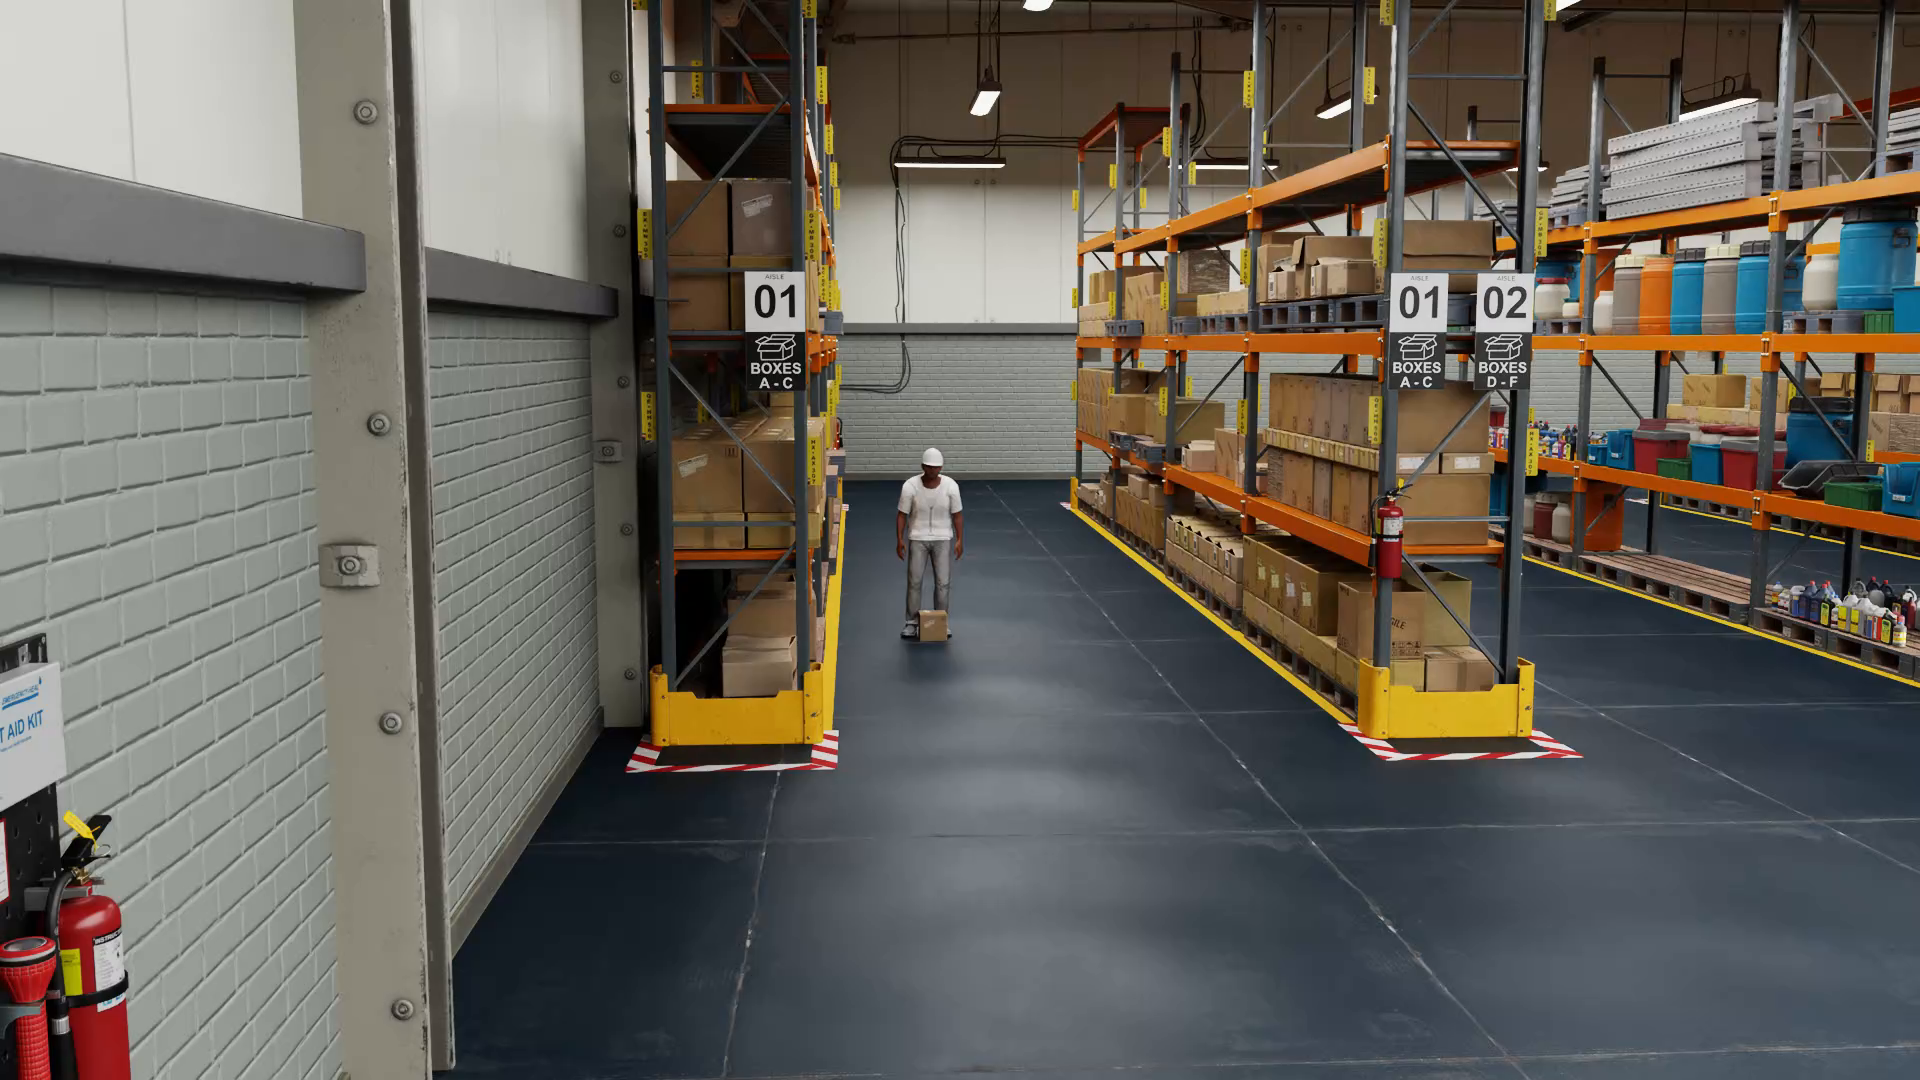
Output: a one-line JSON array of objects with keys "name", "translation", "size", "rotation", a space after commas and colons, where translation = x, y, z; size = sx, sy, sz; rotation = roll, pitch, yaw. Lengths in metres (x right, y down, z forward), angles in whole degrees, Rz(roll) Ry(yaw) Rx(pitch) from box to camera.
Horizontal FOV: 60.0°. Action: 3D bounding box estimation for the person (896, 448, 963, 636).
[{"name": "person", "translation": [-0.281, 0.018, 15.516], "size": [0.627, 1.761, 0.459], "rotation": [0, 7, -4]}]
